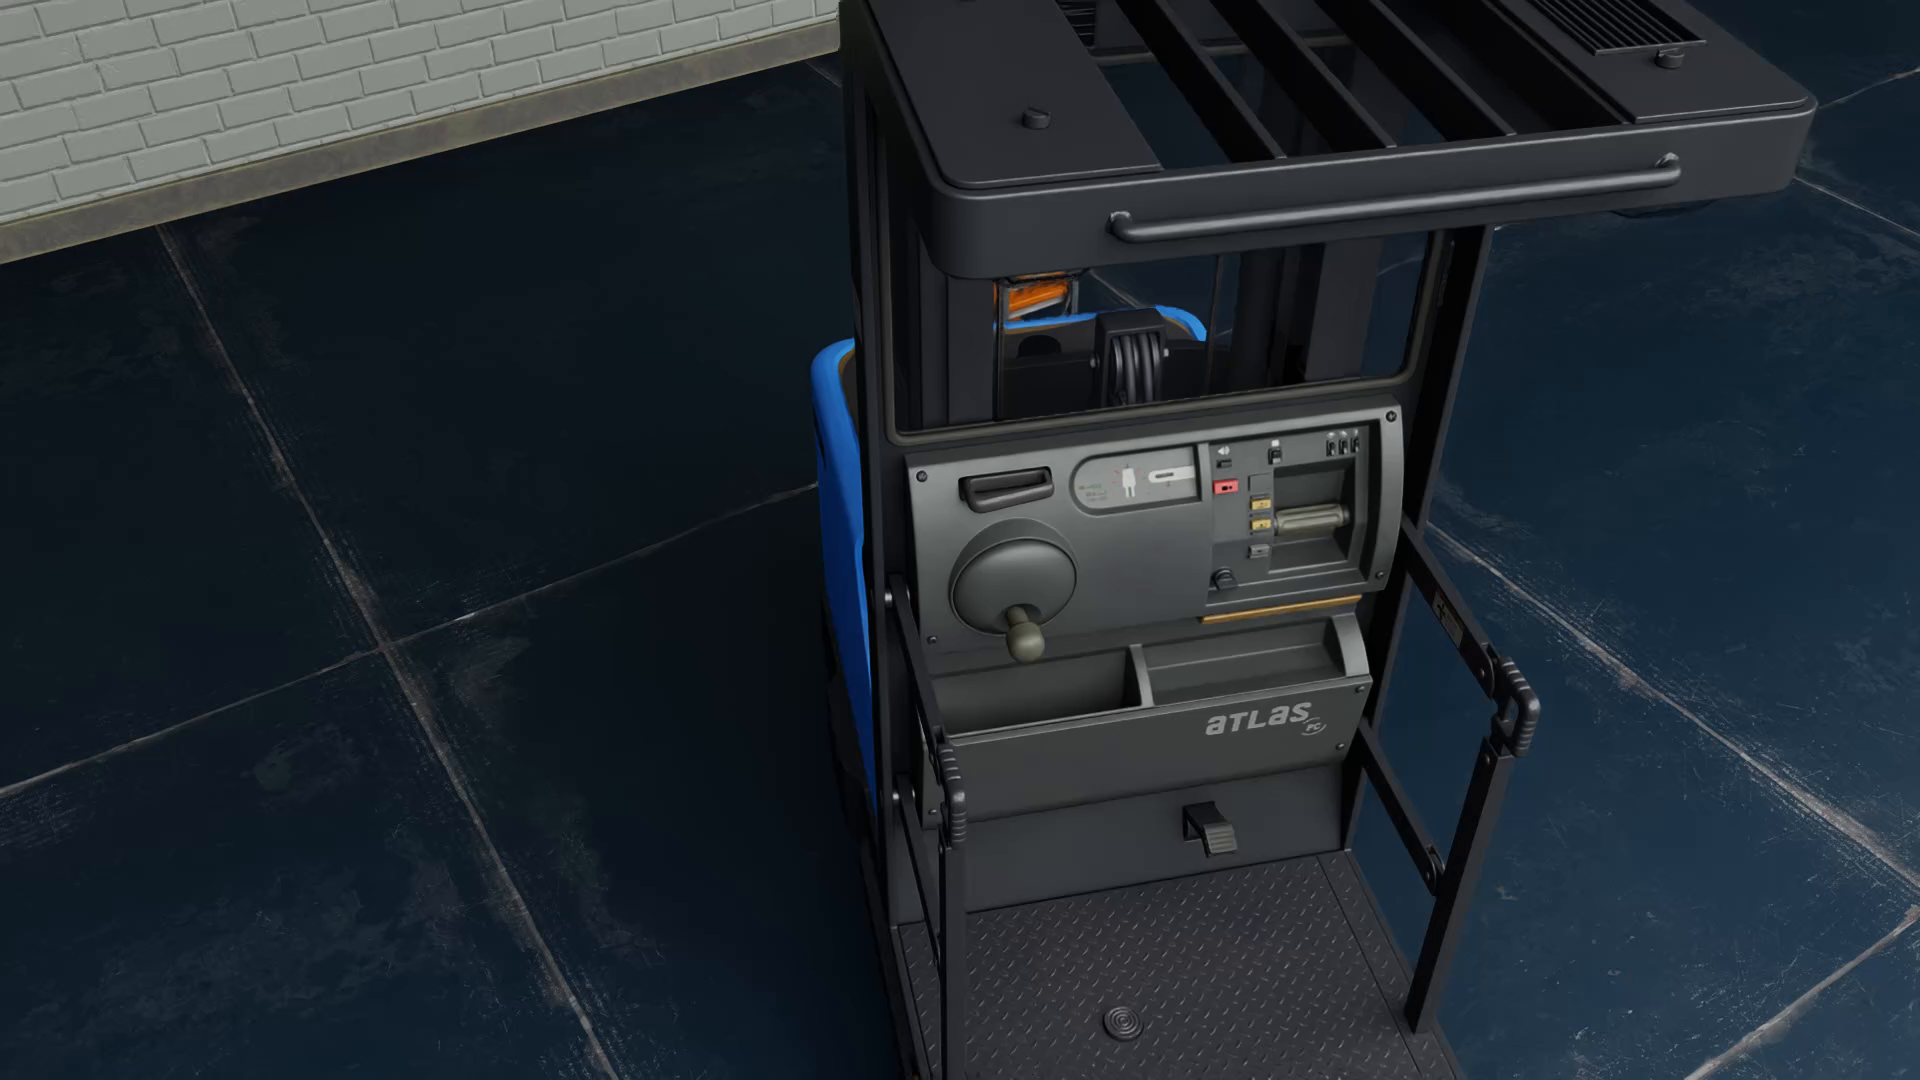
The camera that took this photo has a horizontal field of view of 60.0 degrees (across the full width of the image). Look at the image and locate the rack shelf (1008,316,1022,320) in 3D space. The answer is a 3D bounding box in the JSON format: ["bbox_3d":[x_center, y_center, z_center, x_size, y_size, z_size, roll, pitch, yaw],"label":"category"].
[{"bbox_3d":[0.079,-0.535,4.711,0.258,0.148,0.480,-22,44,-24],"label":"rack shelf"}]

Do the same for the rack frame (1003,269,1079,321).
[{"bbox_3d":[0.207,-0.282,4.651,0.240,1.200,0.015,-22,44,-24],"label":"rack frame"}]

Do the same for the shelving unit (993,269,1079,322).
[{"bbox_3d":[0.079,-0.415,4.811,0.258,1.200,0.503,-22,44,-24],"label":"shelving unit"}]

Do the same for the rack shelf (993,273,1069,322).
[{"bbox_3d":[0.079,-0.717,4.559,0.258,0.148,0.480,-22,44,-24],"label":"rack shelf"}]

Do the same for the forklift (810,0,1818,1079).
[{"bbox_3d":[0.415,0.059,2.889,1.130,2.935,3.031,-8,40,-9],"label":"forklift"}]
